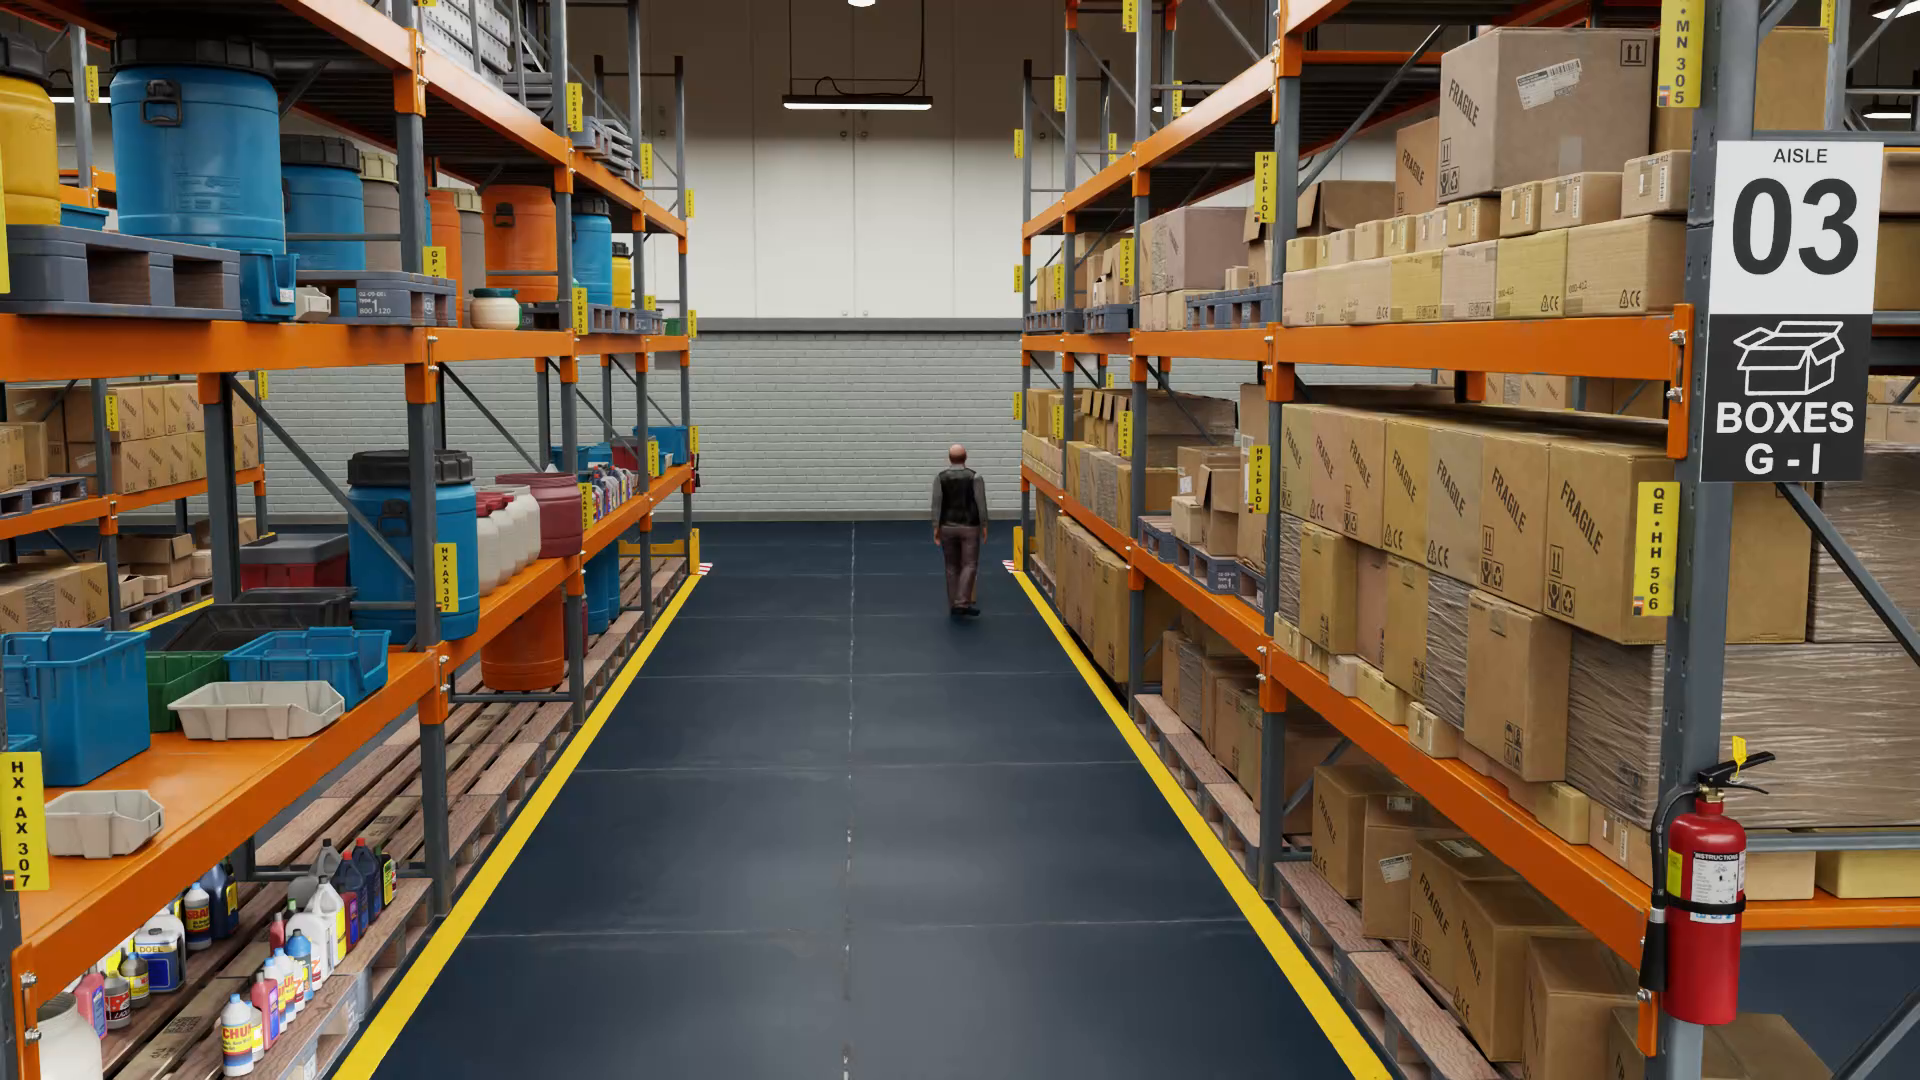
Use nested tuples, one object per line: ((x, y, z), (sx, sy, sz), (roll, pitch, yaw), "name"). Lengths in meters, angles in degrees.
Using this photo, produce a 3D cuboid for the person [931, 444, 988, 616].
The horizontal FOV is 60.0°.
((-0.004, -0.092, 16.590), (0.566, 1.723, 0.645), (2, 7, 13), "person")
